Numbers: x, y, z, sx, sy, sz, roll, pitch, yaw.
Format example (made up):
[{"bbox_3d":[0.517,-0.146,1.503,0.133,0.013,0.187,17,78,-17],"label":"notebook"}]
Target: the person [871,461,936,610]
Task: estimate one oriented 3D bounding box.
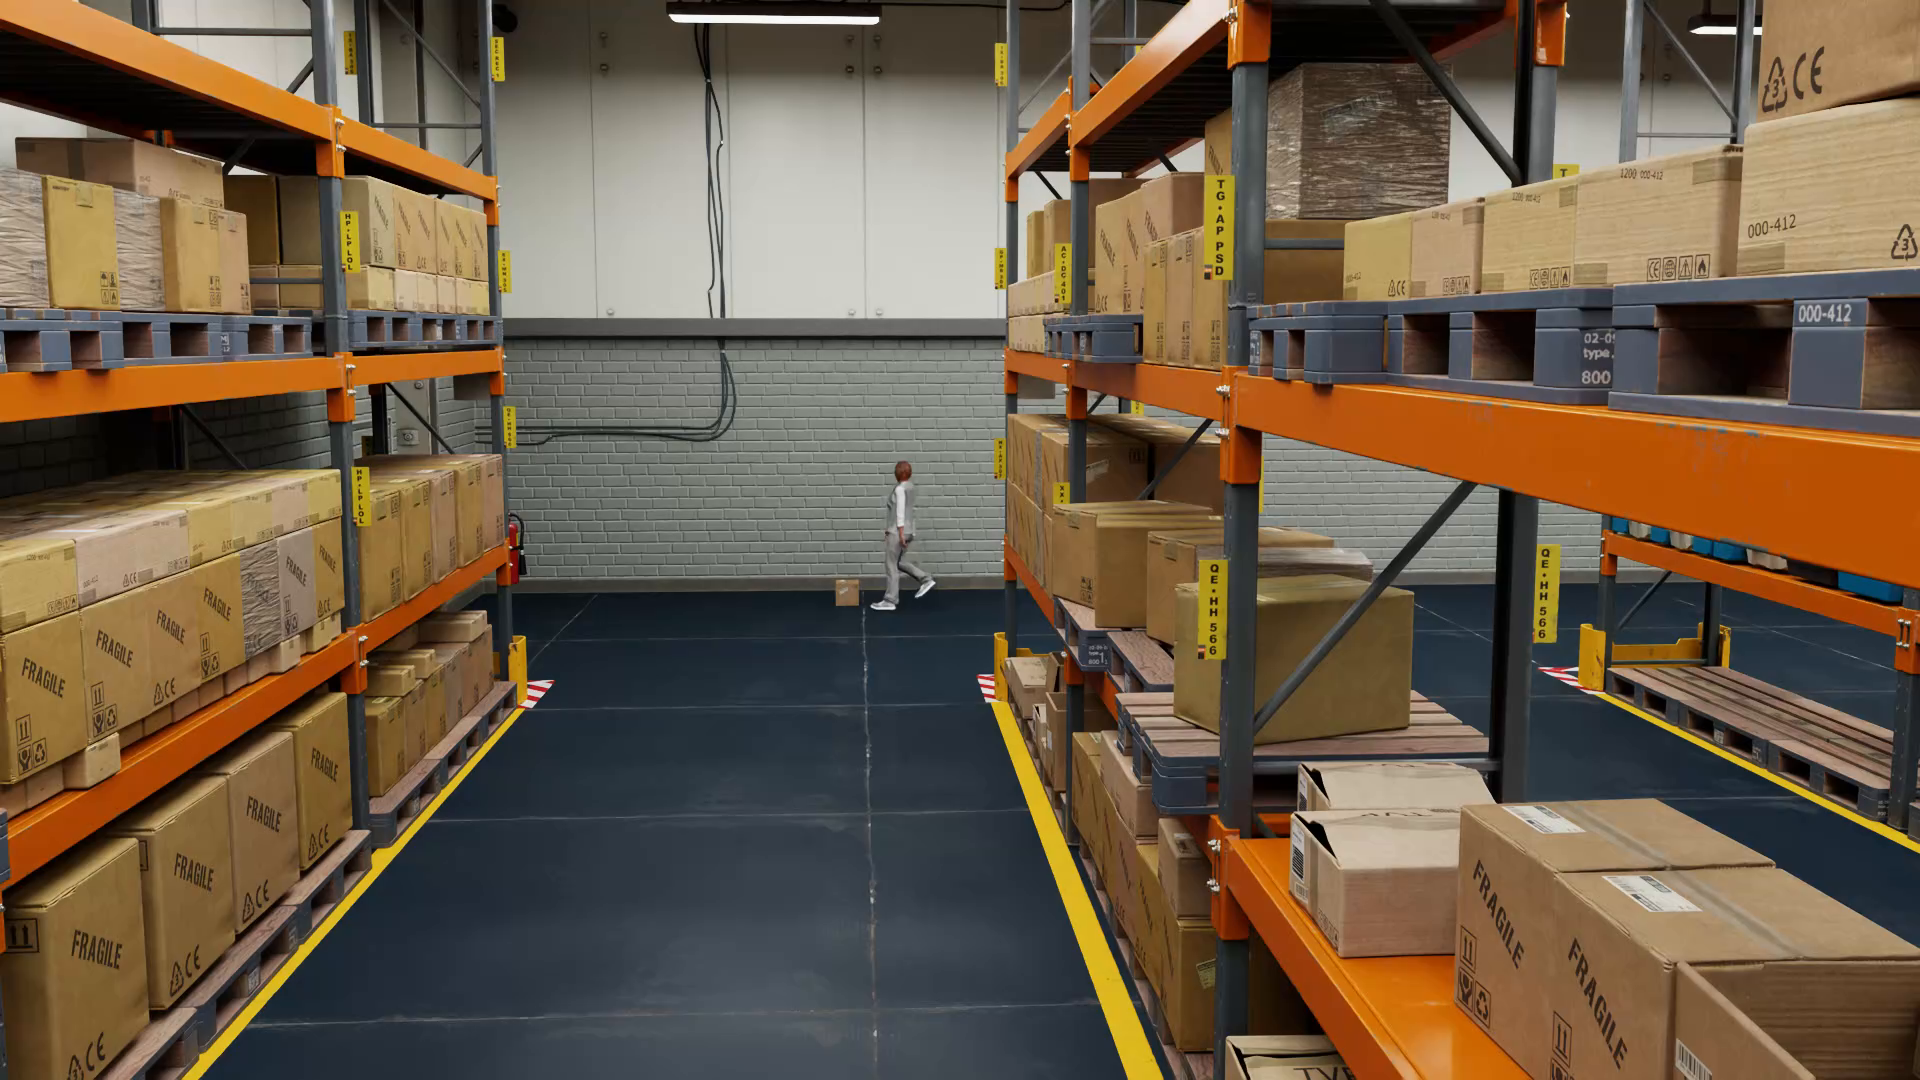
[{"bbox_3d":[-0.598,-0.052,17.717,0.611,1.576,0.458,2,7,19],"label":"person"}]
